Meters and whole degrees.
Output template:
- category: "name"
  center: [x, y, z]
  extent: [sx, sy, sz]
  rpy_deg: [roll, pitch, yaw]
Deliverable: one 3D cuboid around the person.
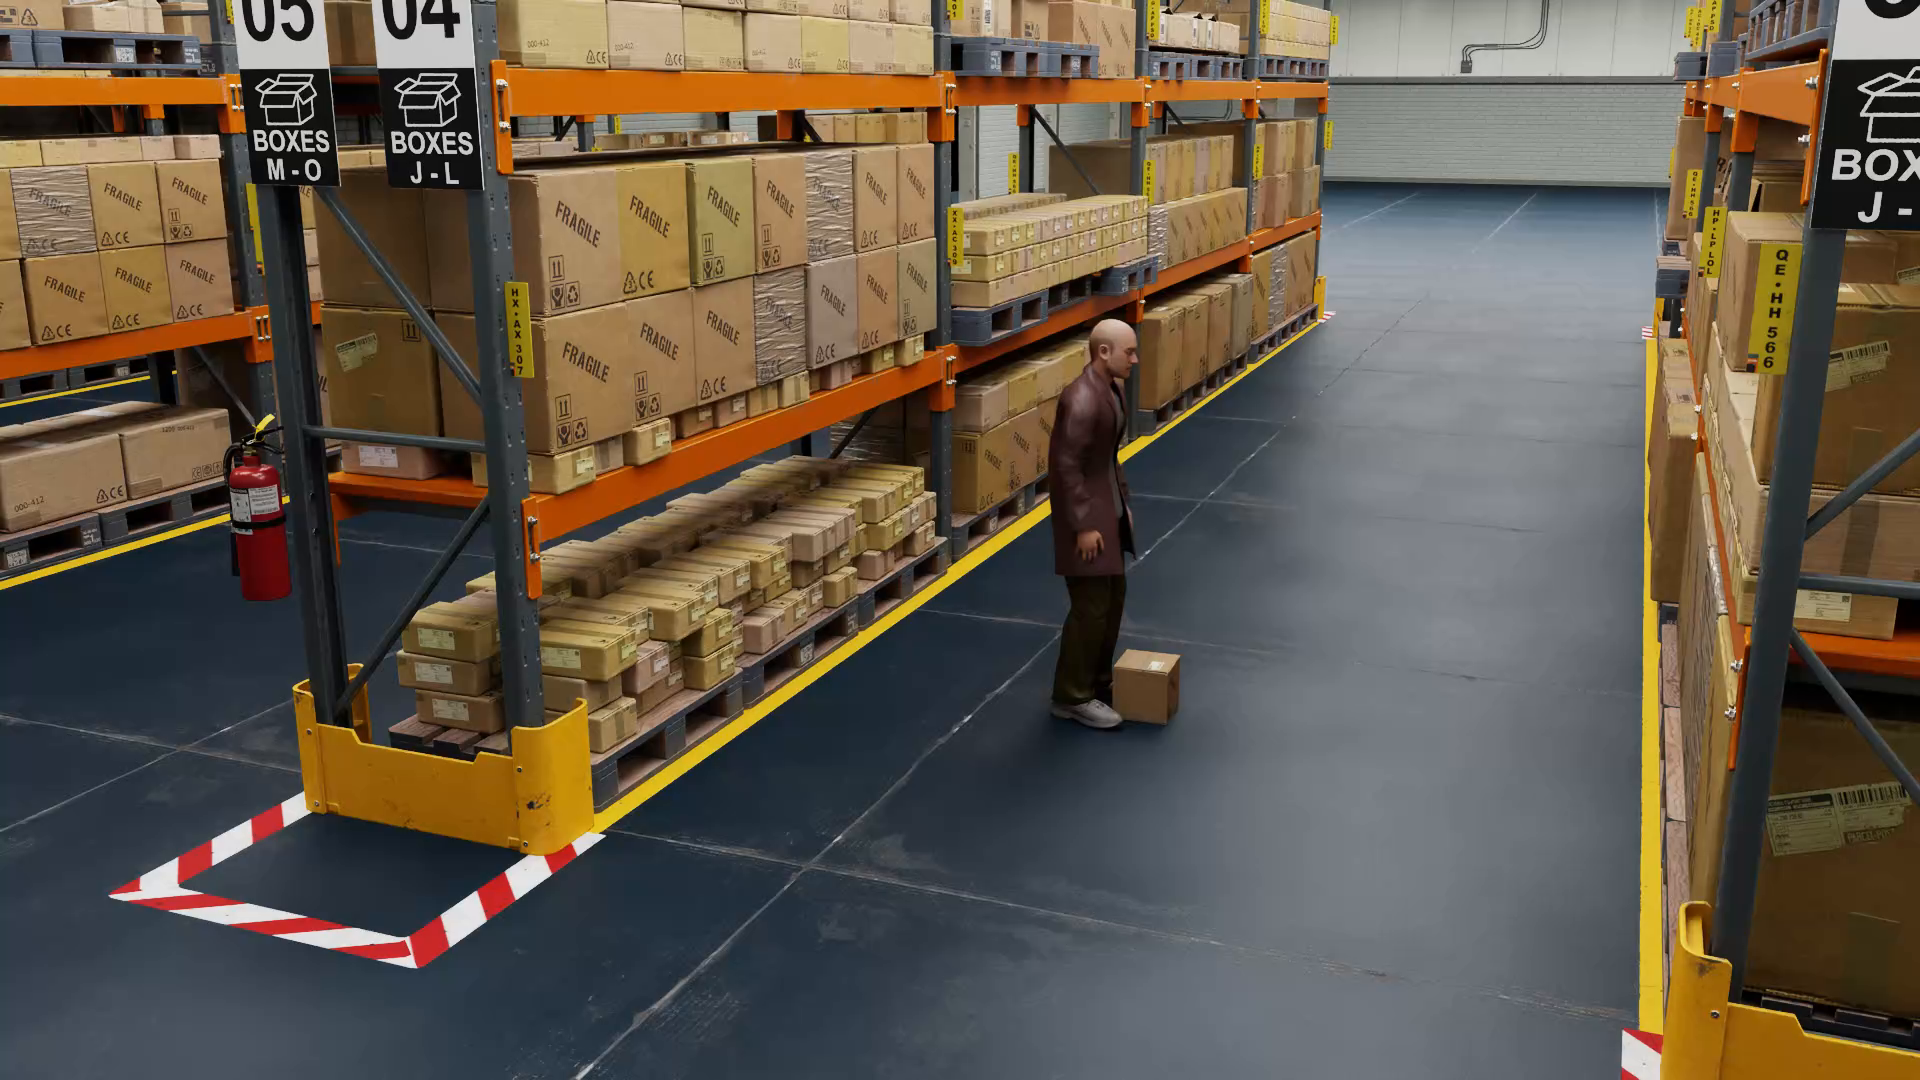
- category: "person"
  center: [0.609, -0.095, 7.398]
  extent: [0.425, 1.774, 0.644]
  rpy_deg: [6, 16, 21]
